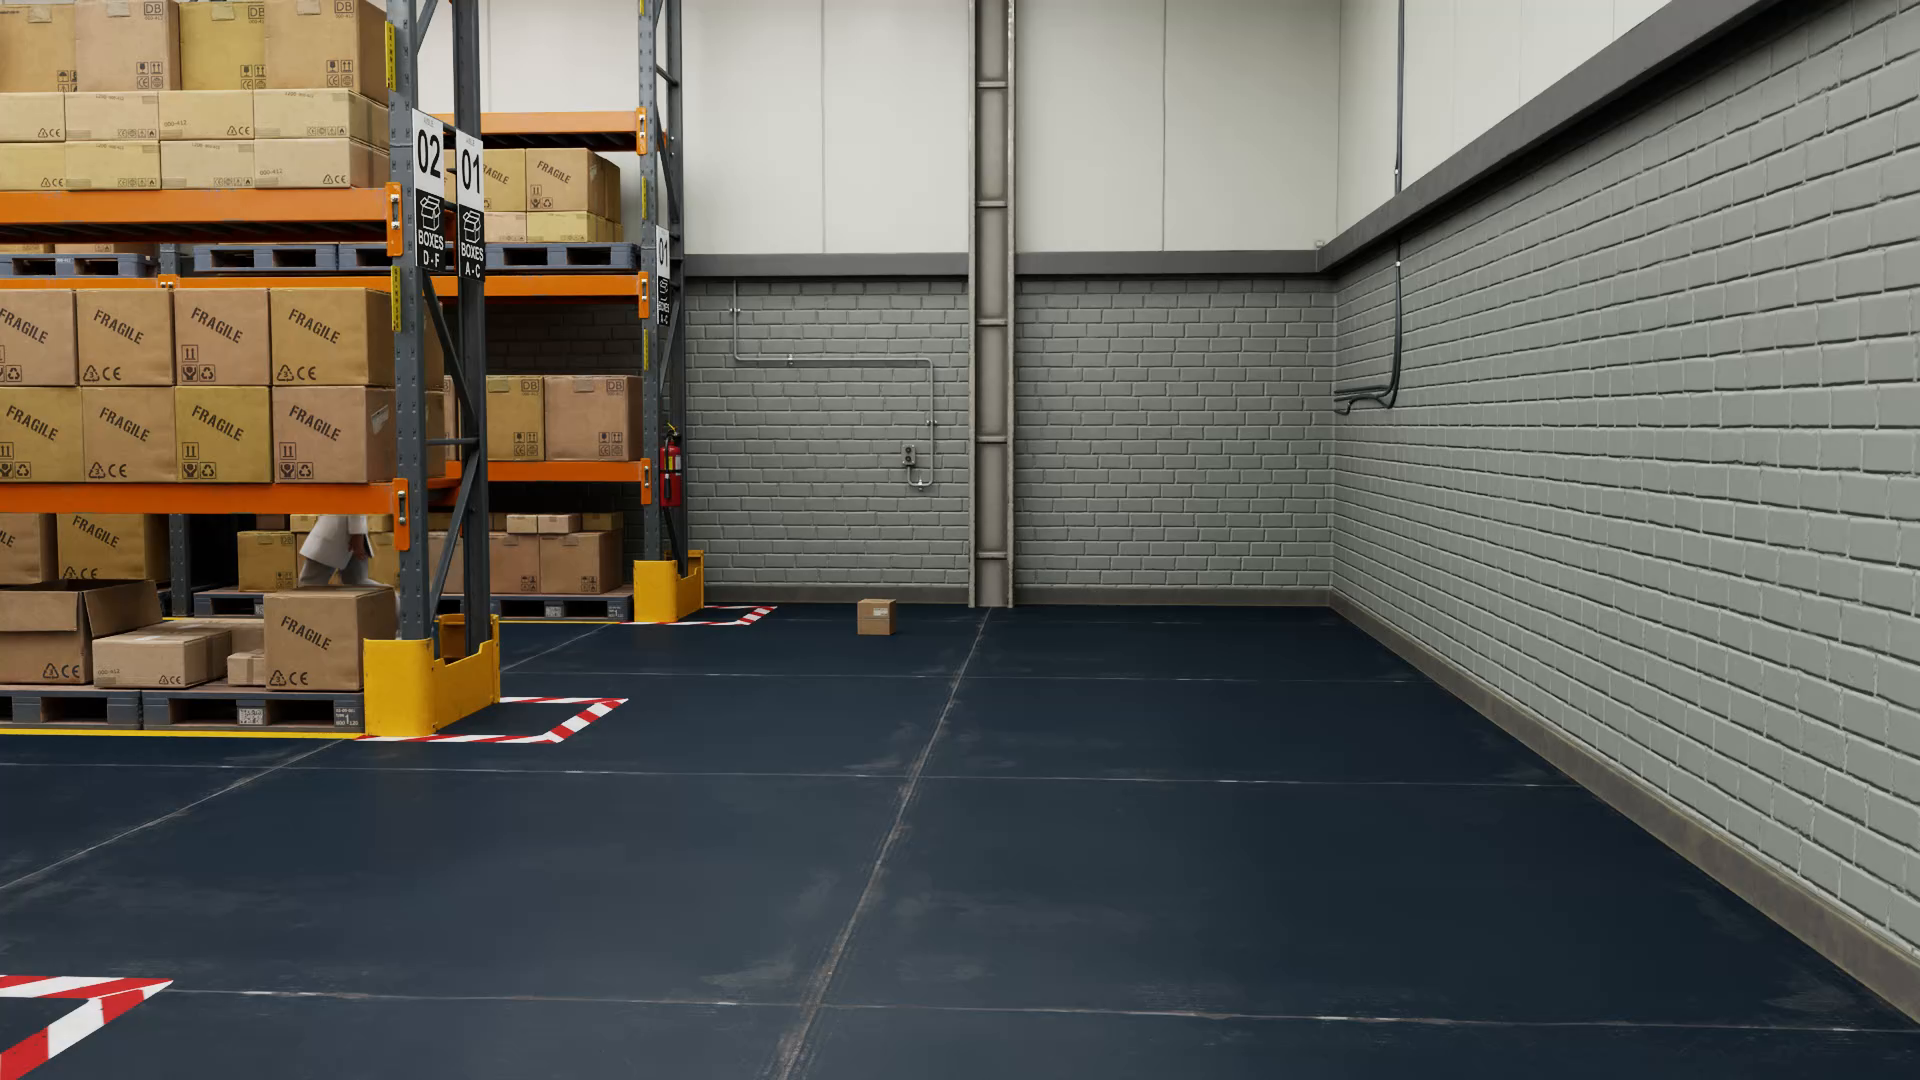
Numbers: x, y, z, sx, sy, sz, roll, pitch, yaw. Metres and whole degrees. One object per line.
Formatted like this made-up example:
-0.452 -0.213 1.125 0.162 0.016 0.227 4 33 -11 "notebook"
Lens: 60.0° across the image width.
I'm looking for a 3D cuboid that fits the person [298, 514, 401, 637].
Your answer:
-4.162 -0.070 11.279 1.046 1.740 0.575 -1 4 -15 "person"
